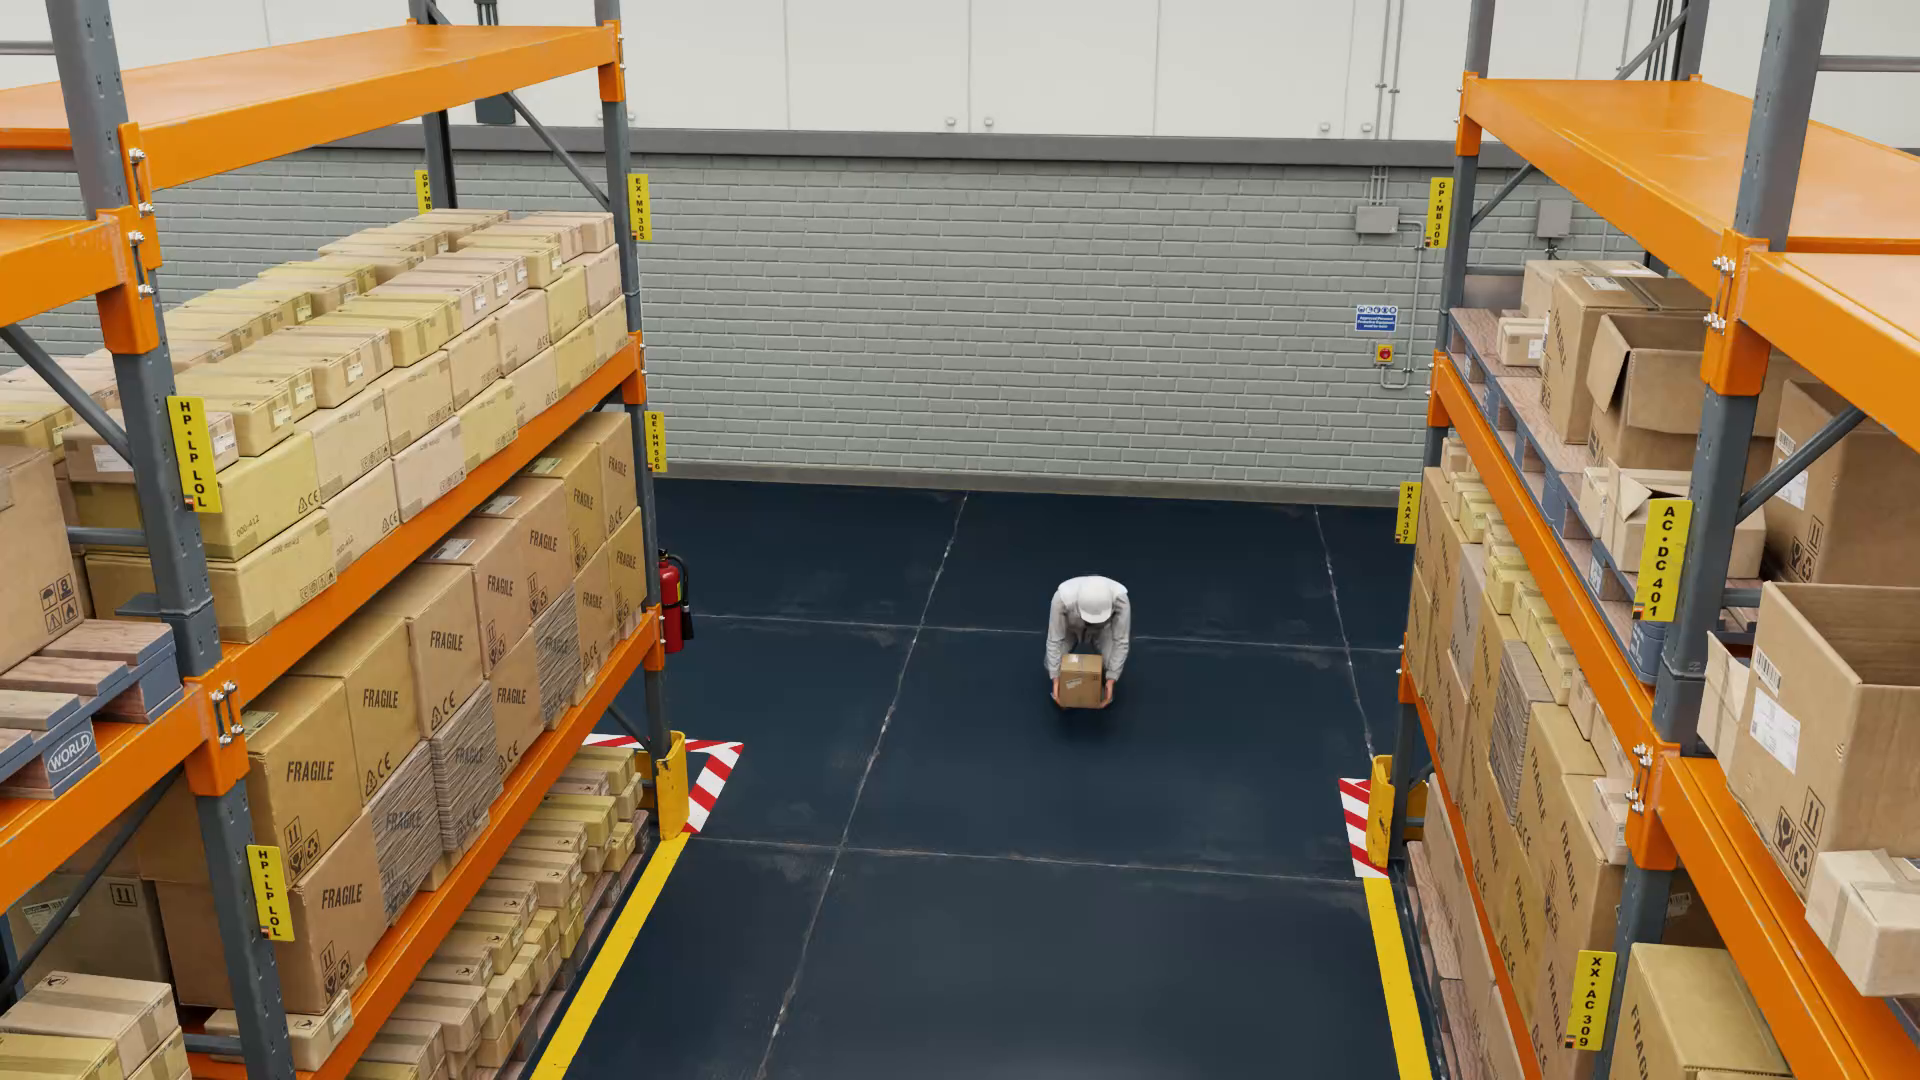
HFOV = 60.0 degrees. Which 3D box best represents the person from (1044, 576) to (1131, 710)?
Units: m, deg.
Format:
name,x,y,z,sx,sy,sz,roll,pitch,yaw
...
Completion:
name,x,y,z,sx,sy,sz,roll,pitch,yaw
person,0.812,0.588,10.586,0.541,1.012,0.870,2,21,6
